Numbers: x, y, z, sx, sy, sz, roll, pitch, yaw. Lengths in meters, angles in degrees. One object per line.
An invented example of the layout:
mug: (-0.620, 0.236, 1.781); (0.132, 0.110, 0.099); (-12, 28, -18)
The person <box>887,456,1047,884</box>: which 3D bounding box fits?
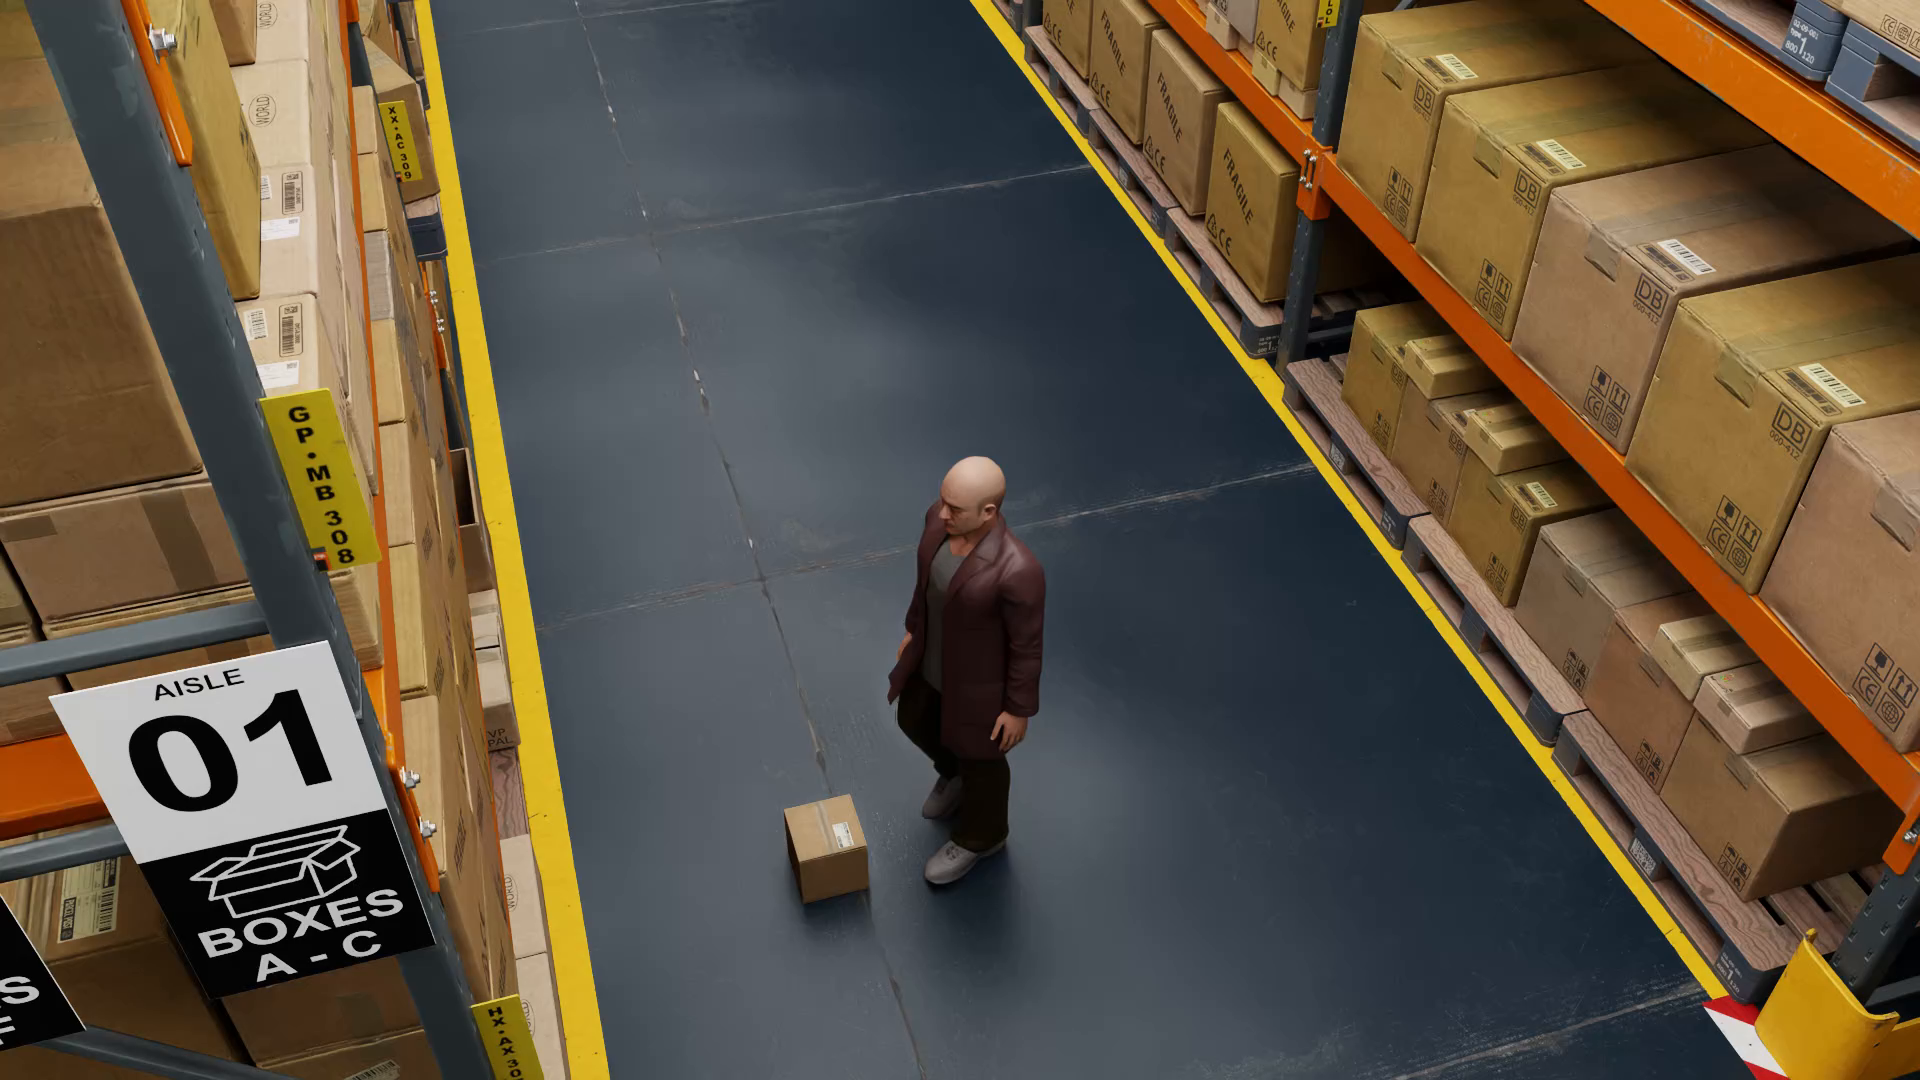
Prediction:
person: (0.026, 0.455, 5.665); (0.515, 1.816, 0.620); (-25, 47, -25)
